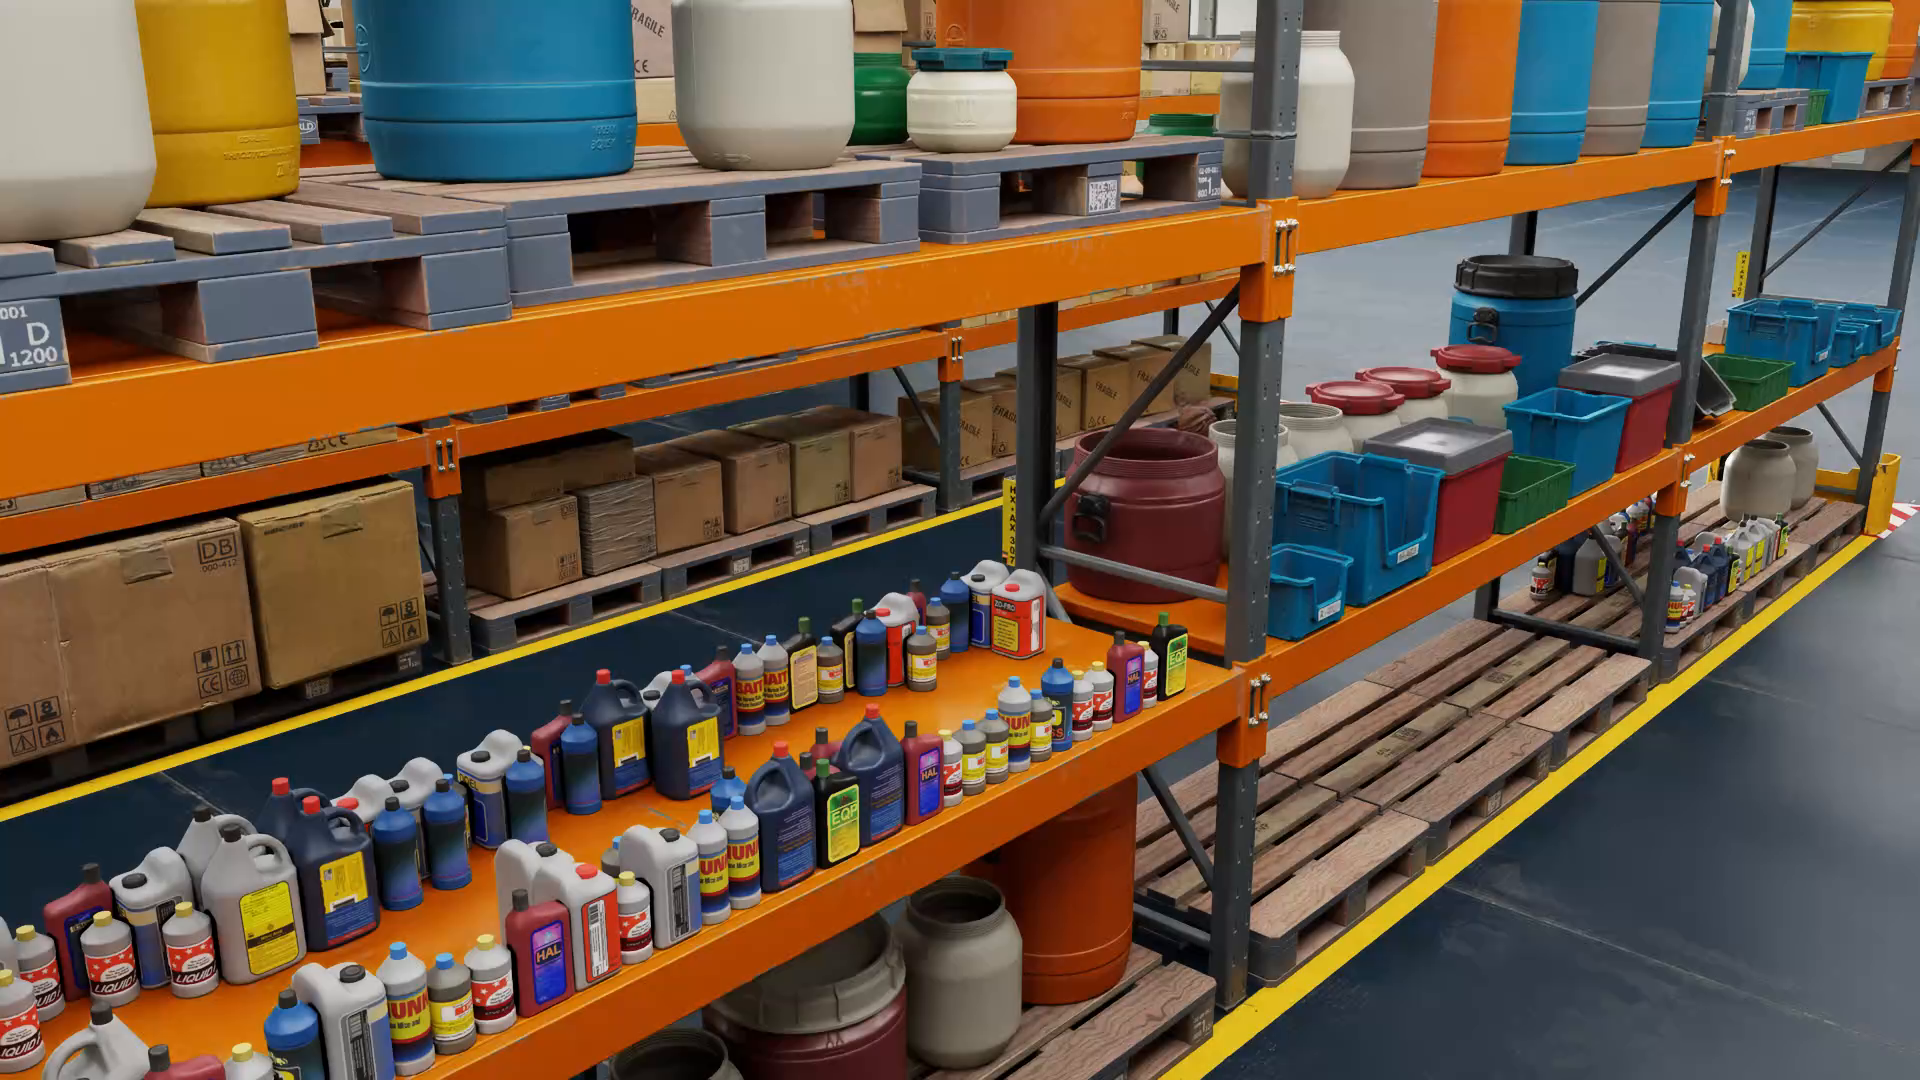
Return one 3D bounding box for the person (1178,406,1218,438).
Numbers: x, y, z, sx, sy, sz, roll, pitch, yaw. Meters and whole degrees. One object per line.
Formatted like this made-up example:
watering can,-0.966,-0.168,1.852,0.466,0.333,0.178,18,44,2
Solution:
person,1.131,-0.034,8.974,0.540,1.429,0.454,15,23,40
